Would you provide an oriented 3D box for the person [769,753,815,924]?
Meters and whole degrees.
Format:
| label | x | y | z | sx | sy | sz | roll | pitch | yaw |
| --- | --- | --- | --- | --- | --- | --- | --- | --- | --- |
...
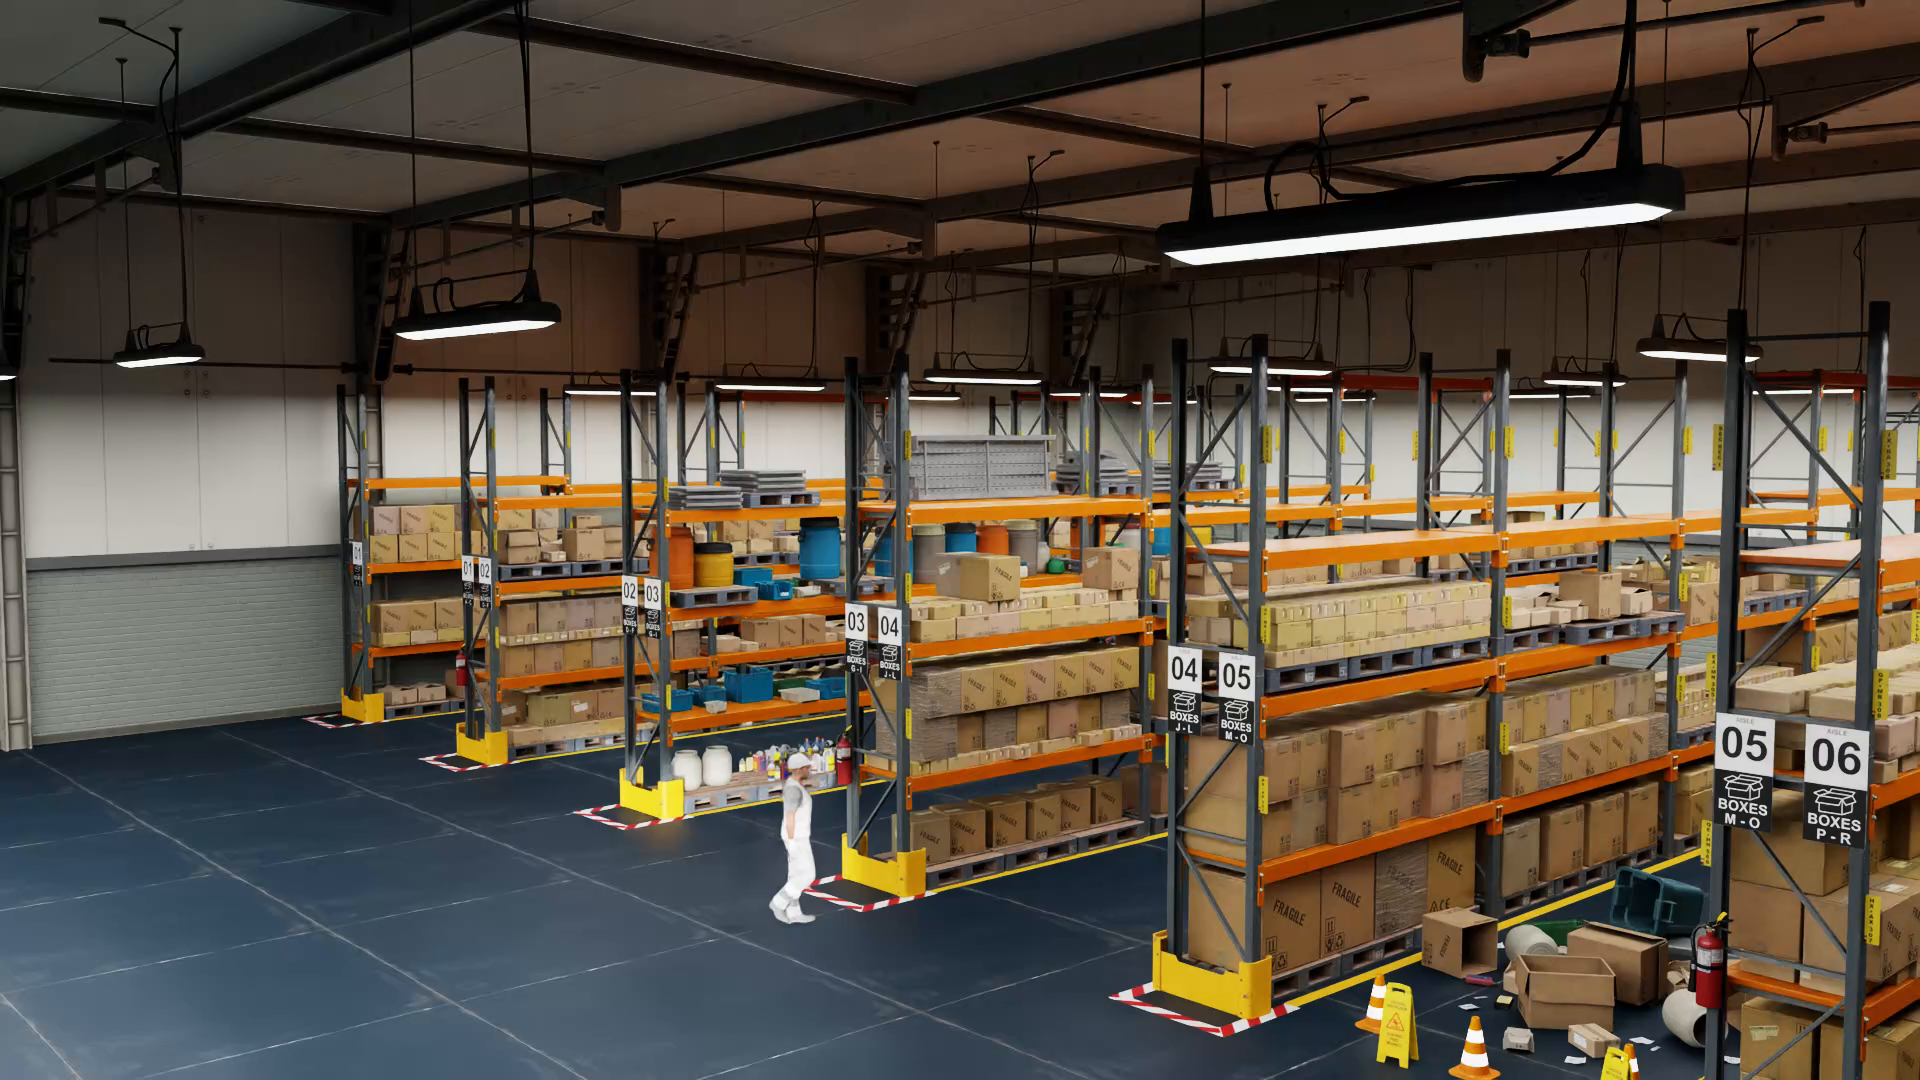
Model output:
| label | x | y | z | sx | sy | sz | roll | pitch | yaw |
| --- | --- | --- | --- | --- | --- | --- | --- | --- | --- |
| person | -1.750 | 3.128 | 17.416 | 0.464 | 1.789 | 0.578 | 0 | 4 | -5 |
